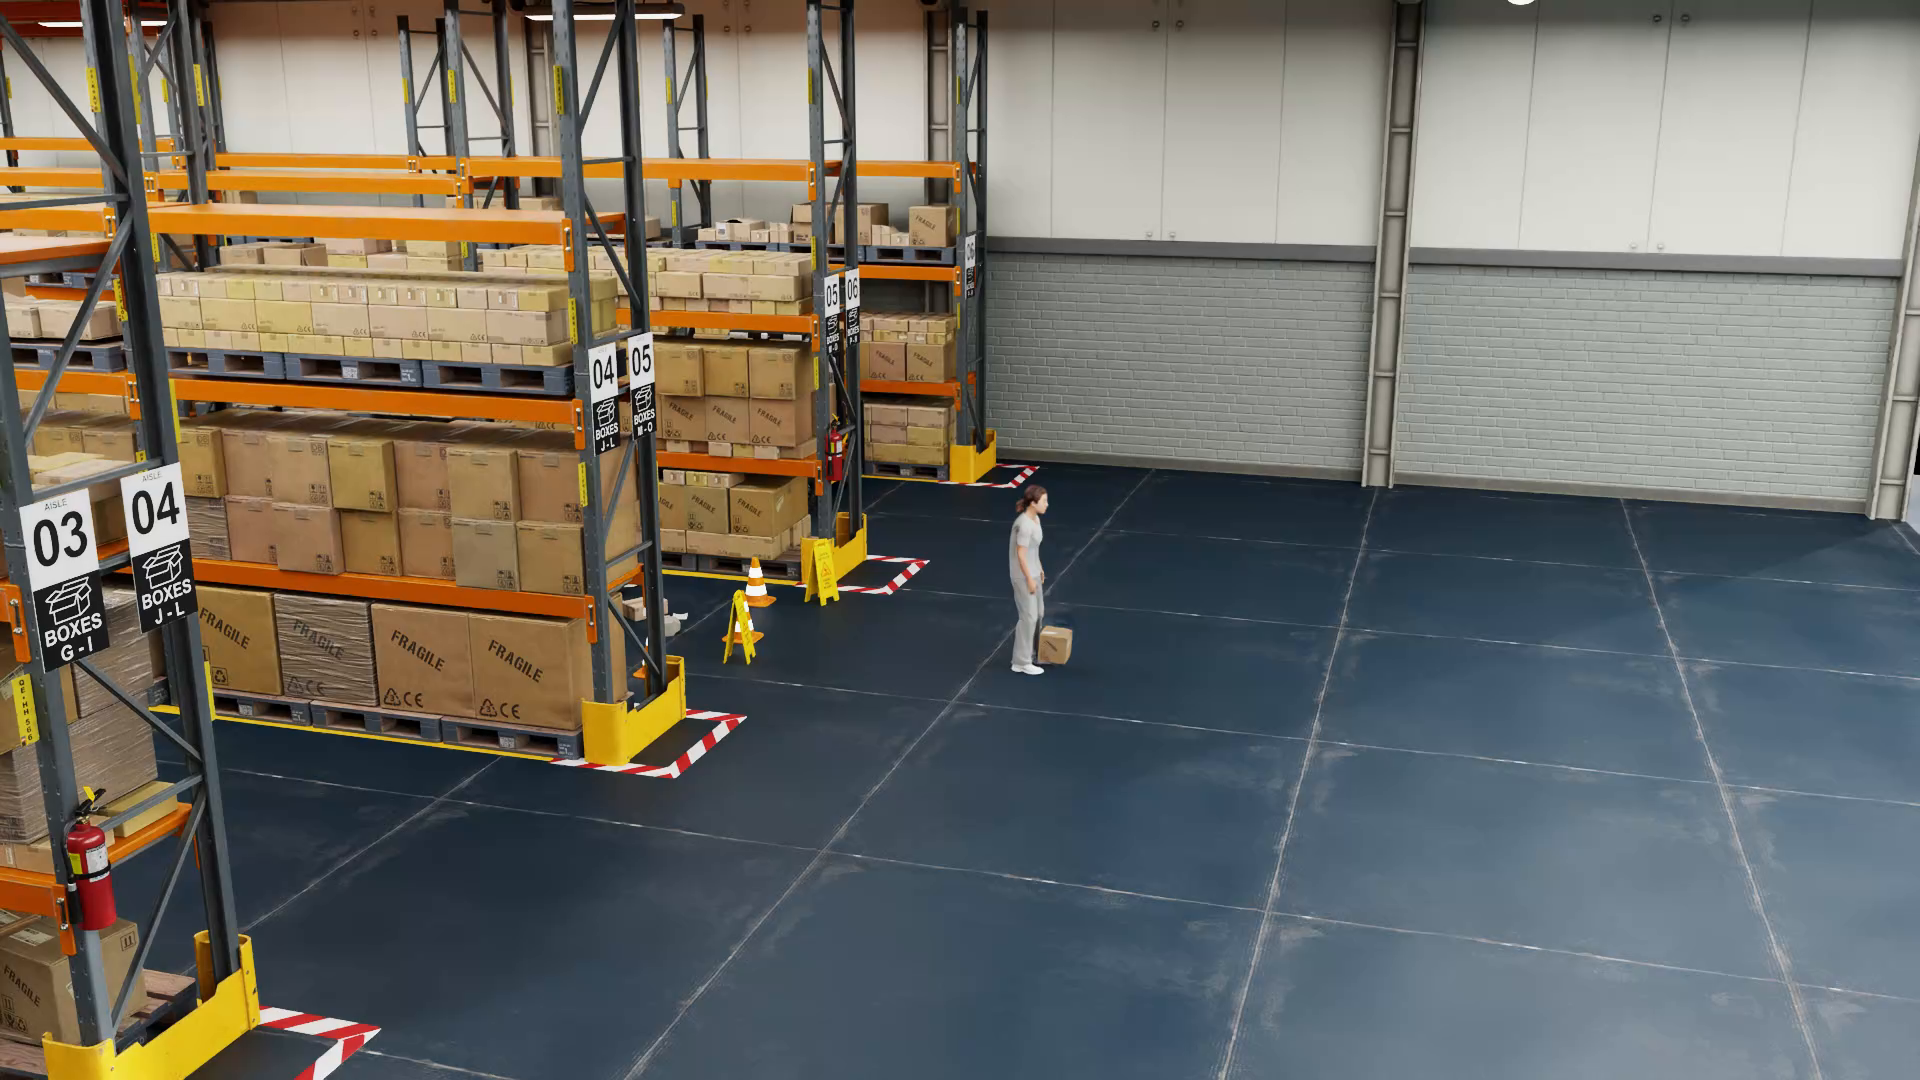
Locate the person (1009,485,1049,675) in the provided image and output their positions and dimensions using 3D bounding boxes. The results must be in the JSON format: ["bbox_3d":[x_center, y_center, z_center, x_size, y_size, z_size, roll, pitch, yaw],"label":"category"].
[{"bbox_3d":[0.622,0.353,14.762,0.362,1.621,0.483,4,16,14],"label":"person"}]
